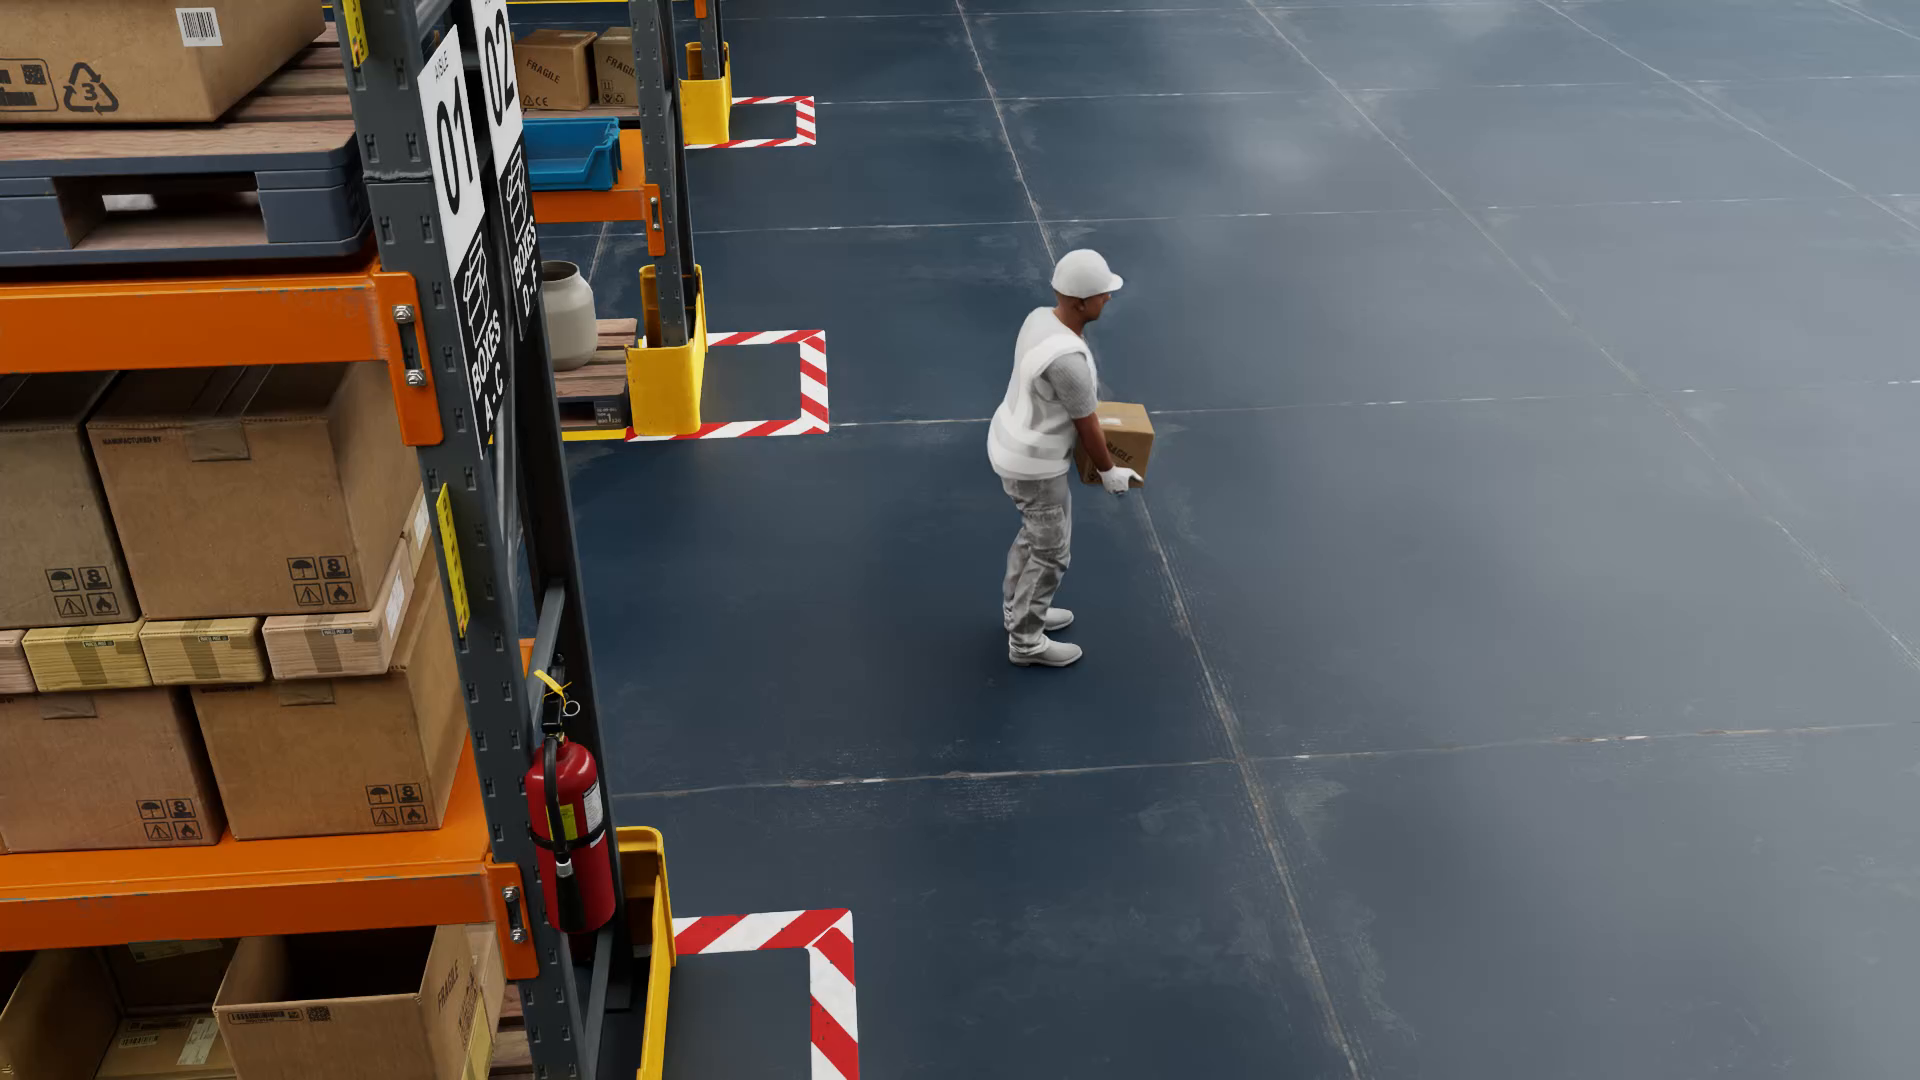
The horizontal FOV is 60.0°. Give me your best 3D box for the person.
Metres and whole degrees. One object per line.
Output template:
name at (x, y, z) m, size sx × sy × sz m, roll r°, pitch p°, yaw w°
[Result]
person at (0.412, -0.329, 6.688) m, size 0.601 × 1.758 × 0.490 m, roll -3°, pitch 31°, yaw -4°
